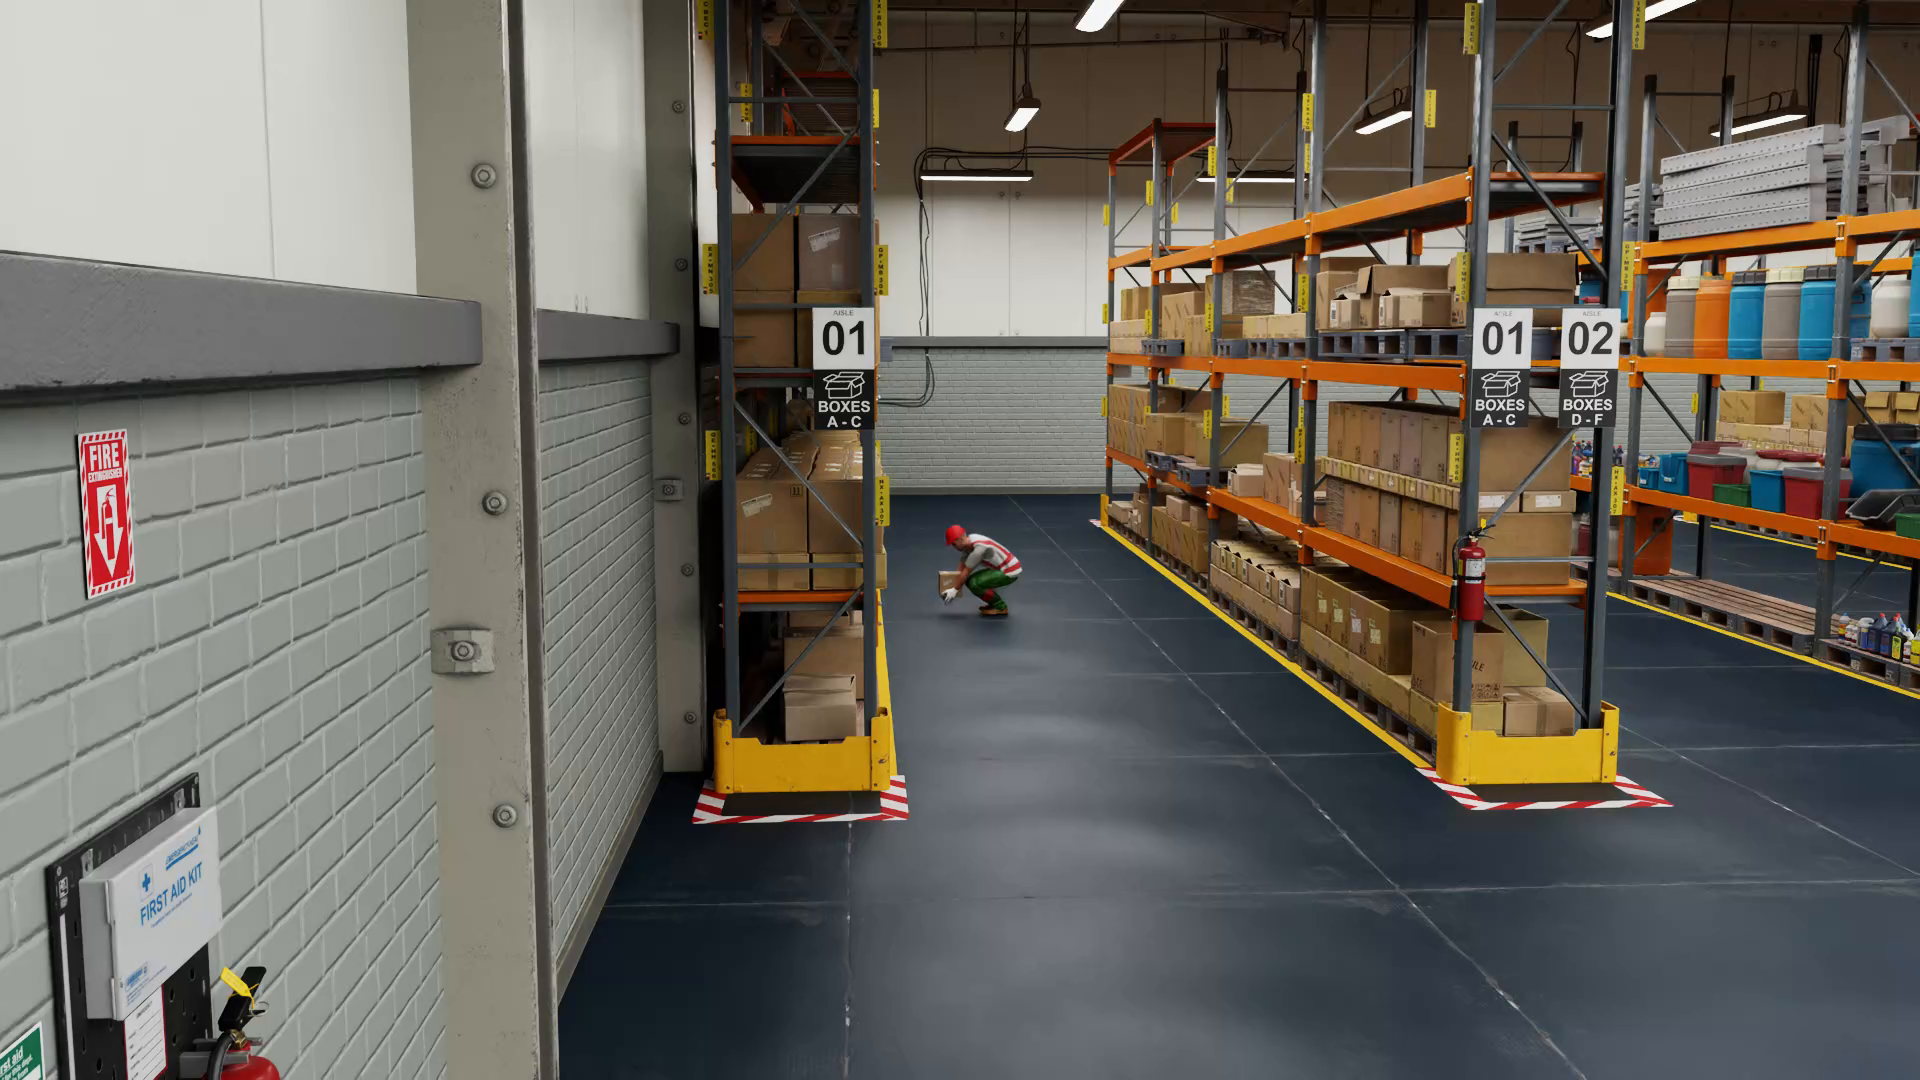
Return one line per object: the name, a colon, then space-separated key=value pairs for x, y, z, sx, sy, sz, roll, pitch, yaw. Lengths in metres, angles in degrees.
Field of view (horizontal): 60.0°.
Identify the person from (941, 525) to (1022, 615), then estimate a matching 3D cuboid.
person: x=0.230 y=0.322 z=18.338 sx=0.902 sy=0.994 sz=0.544 roll=-1 pitch=7 yaw=-5
